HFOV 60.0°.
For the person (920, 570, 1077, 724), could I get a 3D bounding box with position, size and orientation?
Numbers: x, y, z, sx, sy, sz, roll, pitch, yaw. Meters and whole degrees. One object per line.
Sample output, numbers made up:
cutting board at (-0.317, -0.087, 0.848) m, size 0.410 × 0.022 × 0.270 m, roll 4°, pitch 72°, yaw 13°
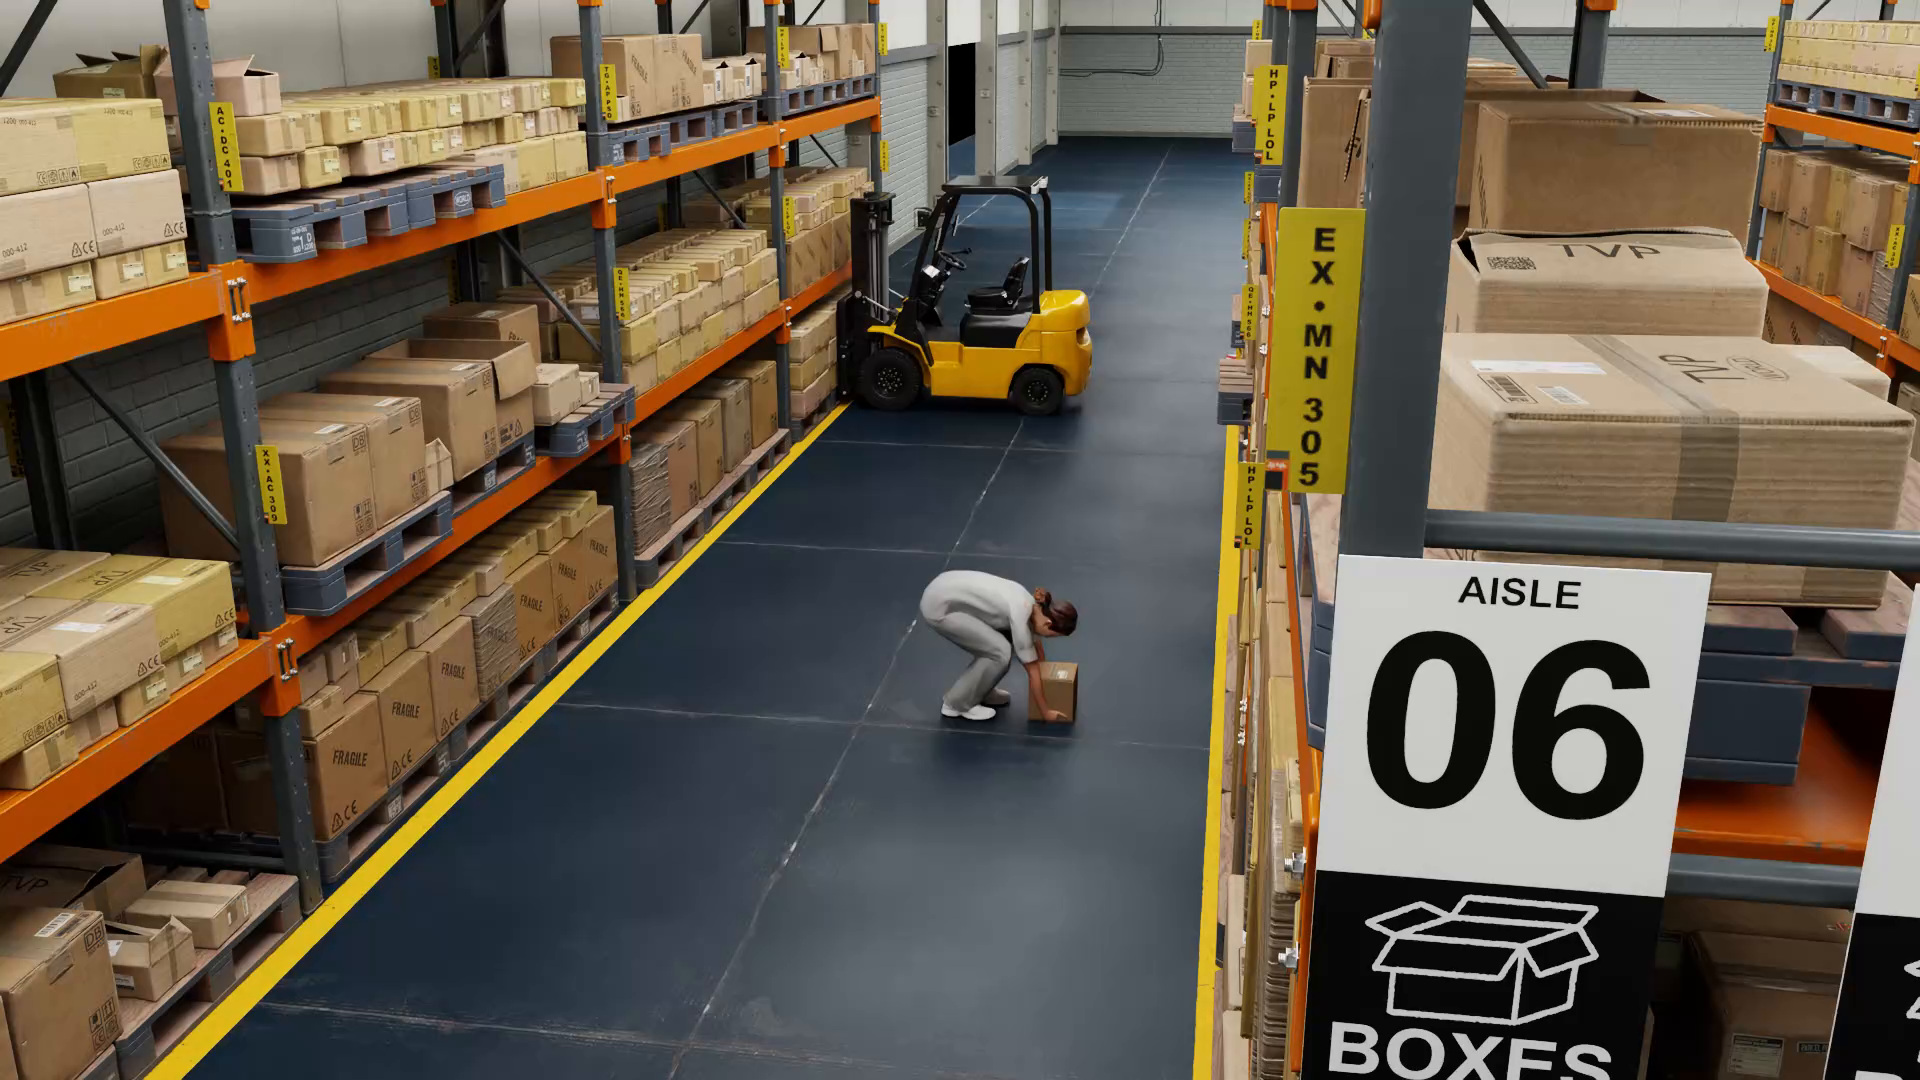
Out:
person at (0.214, 0.582, 9.209) m, size 0.861 × 0.819 × 0.464 m, roll 2°, pitch 18°, yaw 7°
